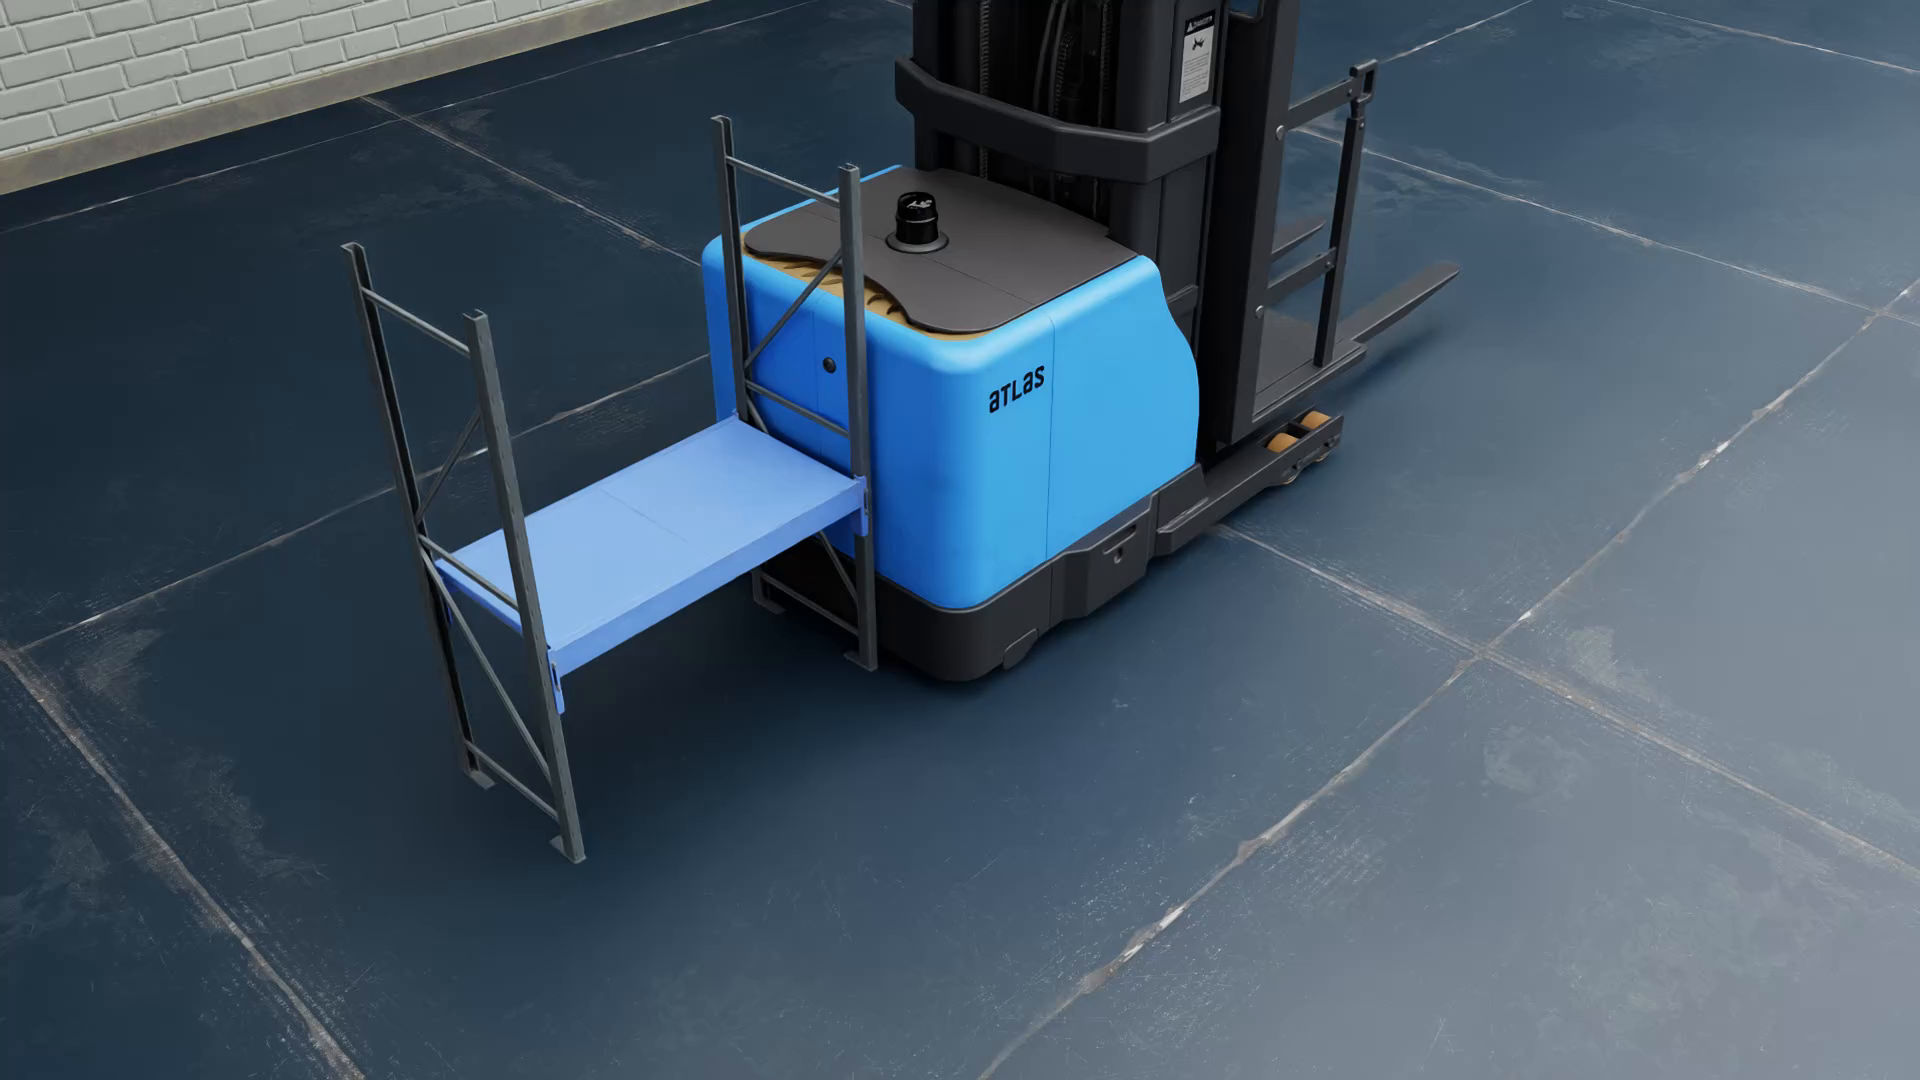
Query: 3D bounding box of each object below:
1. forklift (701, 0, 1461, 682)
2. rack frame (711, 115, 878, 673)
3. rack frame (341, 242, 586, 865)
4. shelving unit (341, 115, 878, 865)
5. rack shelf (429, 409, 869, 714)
[{"bbox_3d":[0.645,-1.566,4.933,1.130,2.935,3.031,28,44,34],"label":"forklift"},{"bbox_3d":[-0.426,-0.342,4.429,0.500,1.500,0.032,28,44,34],"label":"rack frame"},{"bbox_3d":[-1.119,0.084,3.819,0.500,1.500,0.032,28,44,34],"label":"rack frame"},{"bbox_3d":[-0.773,-0.129,4.124,0.538,1.500,1.048,28,44,34],"label":"shelving unit"},{"bbox_3d":[-0.773,0.018,4.227,0.538,0.185,1.000,28,44,34],"label":"rack shelf"}]
